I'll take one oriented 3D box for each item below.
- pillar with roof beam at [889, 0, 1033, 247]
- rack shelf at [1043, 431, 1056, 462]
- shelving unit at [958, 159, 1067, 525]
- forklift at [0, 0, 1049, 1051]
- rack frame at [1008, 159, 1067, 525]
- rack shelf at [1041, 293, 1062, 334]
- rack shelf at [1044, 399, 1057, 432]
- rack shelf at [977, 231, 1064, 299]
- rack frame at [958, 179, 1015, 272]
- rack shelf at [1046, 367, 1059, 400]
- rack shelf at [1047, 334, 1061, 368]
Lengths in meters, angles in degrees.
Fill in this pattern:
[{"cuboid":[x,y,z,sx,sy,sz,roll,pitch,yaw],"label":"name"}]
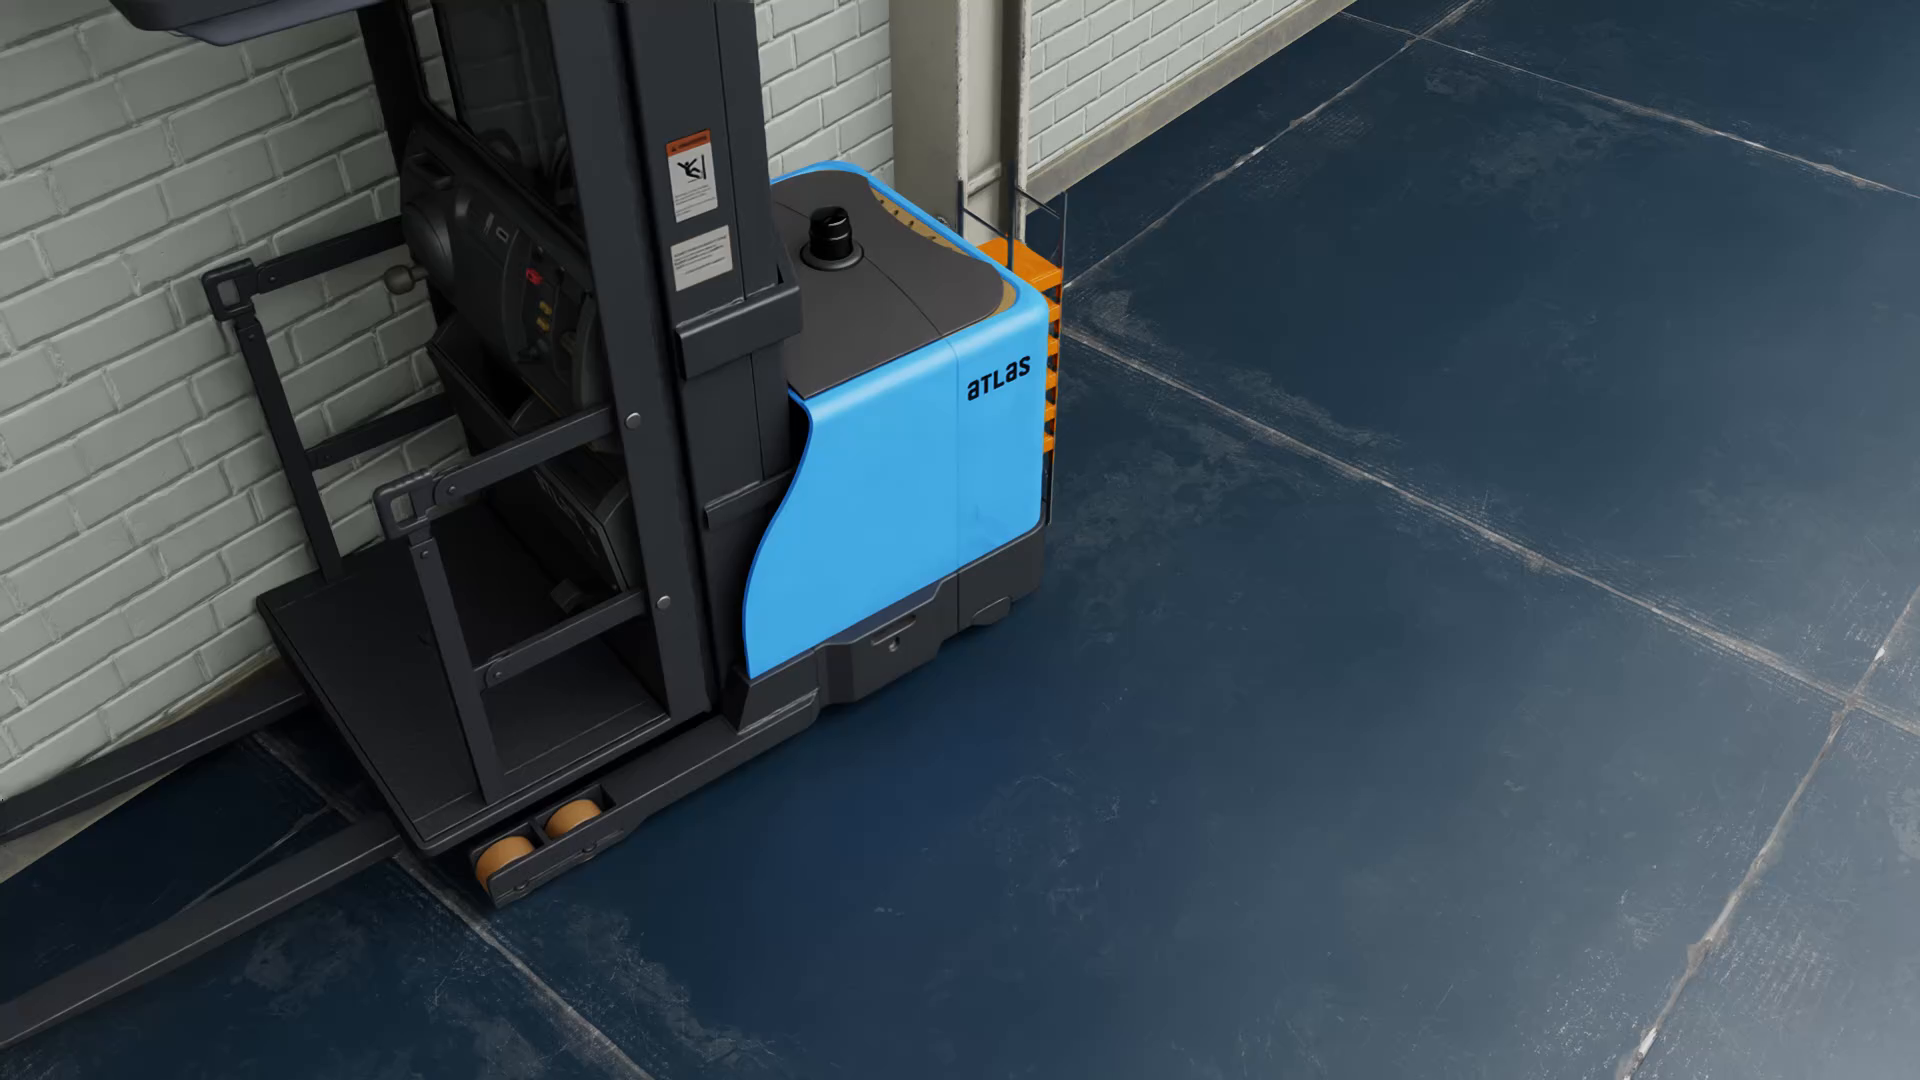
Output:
[{"cuboid":[3.299,-2.438,1.242,9.100,9.000,0.400,29,50,28],"label":"pillar with roof beam"},{"cuboid":[0.142,-0.307,5.119,0.180,0.103,0.258,-28,49,-27],"label":"rack shelf"},{"cuboid":[0.142,-0.518,4.928,0.189,1.200,0.258,-28,49,-27],"label":"shelving unit"},{"cuboid":[-1.224,-0.570,3.698,3.031,2.935,1.130,-28,49,-27],"label":"forklift"},{"cuboid":[0.214,-0.556,4.969,0.006,1.200,0.240,-28,49,-27],"label":"rack frame"},{"cuboid":[0.142,-0.663,4.796,0.180,0.103,0.258,-28,49,-27],"label":"rack shelf"},{"cuboid":[0.142,-0.396,5.038,0.180,0.103,0.258,-28,49,-27],"label":"rack shelf"},{"cuboid":[0.142,-0.751,4.715,0.180,0.103,0.258,-28,49,-27],"label":"rack shelf"},{"cuboid":[0.070,-0.480,4.886,0.006,1.200,0.240,-28,49,-27],"label":"rack frame"},{"cuboid":[0.142,-0.485,4.958,0.180,0.103,0.258,-28,49,-27],"label":"rack shelf"},{"cuboid":[0.142,-0.574,4.877,0.180,0.103,0.258,-28,49,-27],"label":"rack shelf"}]
